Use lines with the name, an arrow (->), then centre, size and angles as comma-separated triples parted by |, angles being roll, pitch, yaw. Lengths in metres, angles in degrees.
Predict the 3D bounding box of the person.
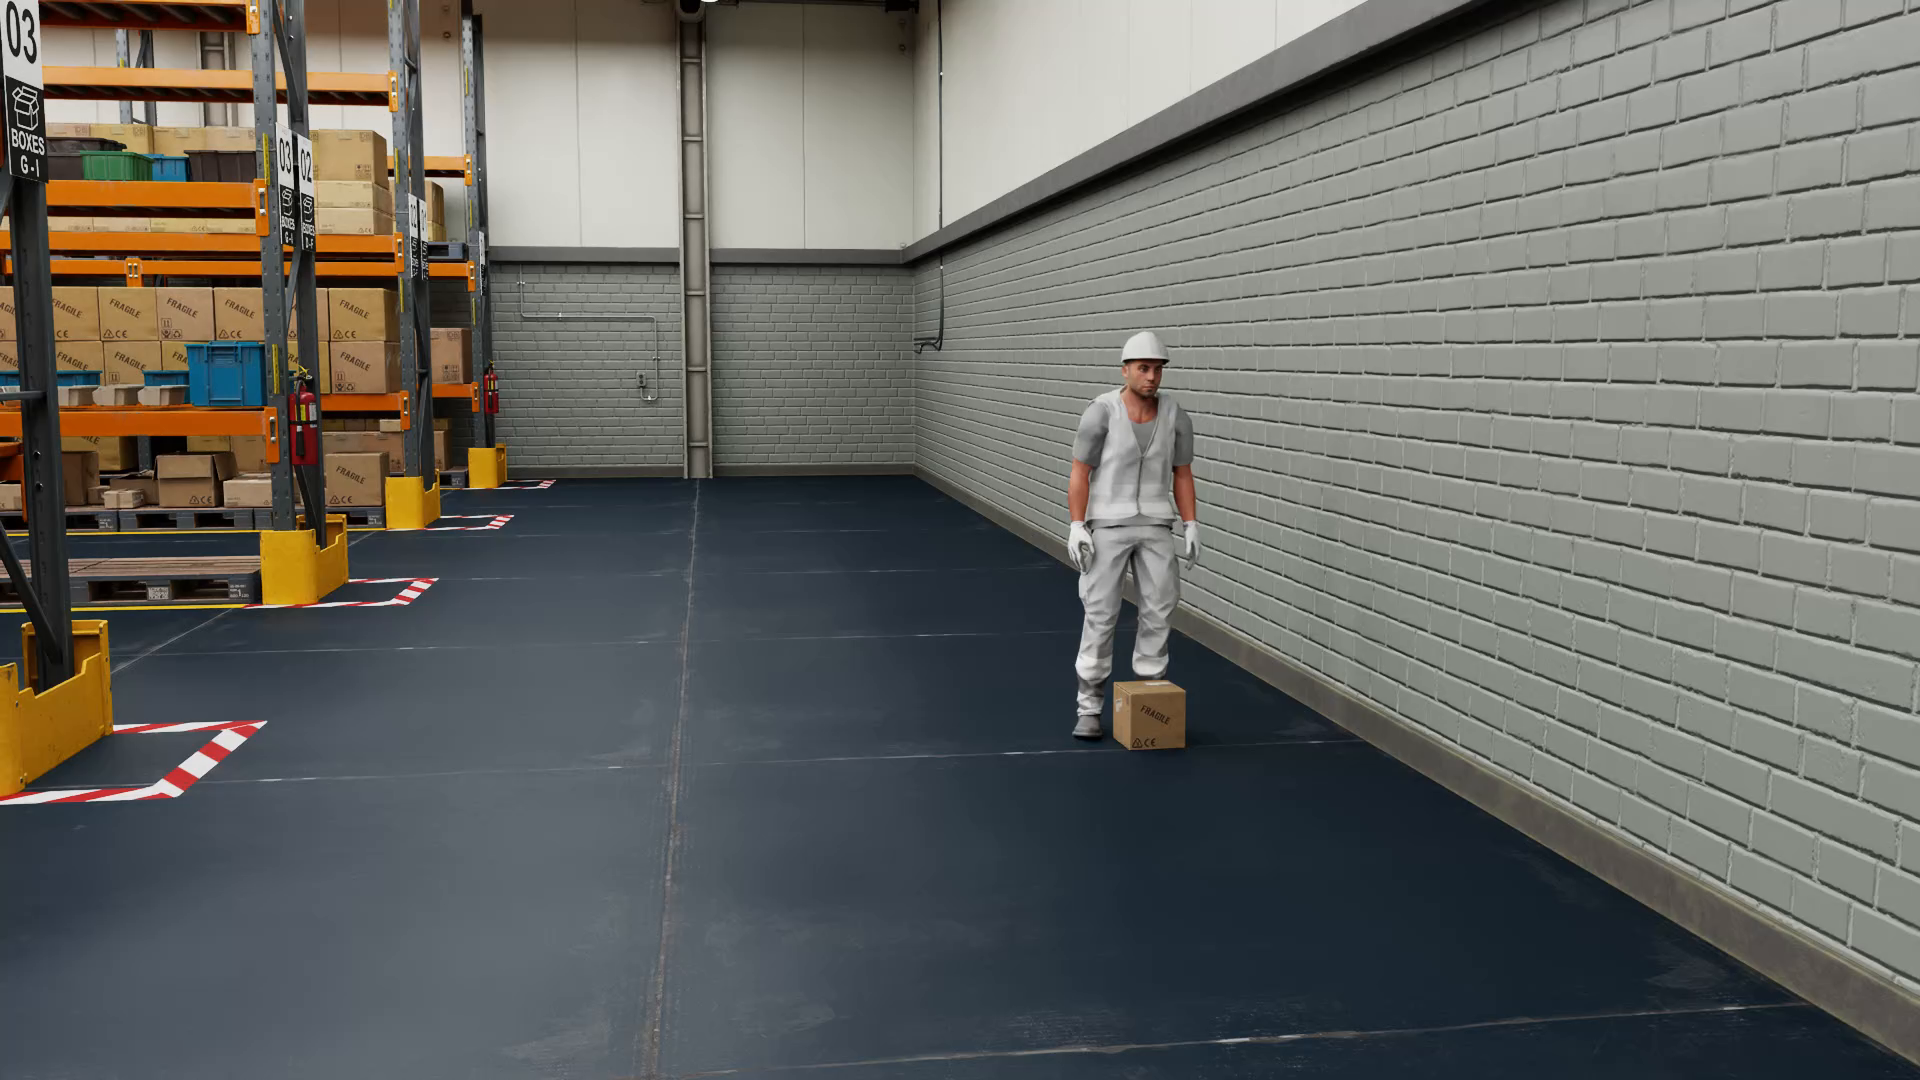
person -> 0.770, -0.025, 7.356 | 0.621, 1.781, 0.445 | -1, 7, -12
